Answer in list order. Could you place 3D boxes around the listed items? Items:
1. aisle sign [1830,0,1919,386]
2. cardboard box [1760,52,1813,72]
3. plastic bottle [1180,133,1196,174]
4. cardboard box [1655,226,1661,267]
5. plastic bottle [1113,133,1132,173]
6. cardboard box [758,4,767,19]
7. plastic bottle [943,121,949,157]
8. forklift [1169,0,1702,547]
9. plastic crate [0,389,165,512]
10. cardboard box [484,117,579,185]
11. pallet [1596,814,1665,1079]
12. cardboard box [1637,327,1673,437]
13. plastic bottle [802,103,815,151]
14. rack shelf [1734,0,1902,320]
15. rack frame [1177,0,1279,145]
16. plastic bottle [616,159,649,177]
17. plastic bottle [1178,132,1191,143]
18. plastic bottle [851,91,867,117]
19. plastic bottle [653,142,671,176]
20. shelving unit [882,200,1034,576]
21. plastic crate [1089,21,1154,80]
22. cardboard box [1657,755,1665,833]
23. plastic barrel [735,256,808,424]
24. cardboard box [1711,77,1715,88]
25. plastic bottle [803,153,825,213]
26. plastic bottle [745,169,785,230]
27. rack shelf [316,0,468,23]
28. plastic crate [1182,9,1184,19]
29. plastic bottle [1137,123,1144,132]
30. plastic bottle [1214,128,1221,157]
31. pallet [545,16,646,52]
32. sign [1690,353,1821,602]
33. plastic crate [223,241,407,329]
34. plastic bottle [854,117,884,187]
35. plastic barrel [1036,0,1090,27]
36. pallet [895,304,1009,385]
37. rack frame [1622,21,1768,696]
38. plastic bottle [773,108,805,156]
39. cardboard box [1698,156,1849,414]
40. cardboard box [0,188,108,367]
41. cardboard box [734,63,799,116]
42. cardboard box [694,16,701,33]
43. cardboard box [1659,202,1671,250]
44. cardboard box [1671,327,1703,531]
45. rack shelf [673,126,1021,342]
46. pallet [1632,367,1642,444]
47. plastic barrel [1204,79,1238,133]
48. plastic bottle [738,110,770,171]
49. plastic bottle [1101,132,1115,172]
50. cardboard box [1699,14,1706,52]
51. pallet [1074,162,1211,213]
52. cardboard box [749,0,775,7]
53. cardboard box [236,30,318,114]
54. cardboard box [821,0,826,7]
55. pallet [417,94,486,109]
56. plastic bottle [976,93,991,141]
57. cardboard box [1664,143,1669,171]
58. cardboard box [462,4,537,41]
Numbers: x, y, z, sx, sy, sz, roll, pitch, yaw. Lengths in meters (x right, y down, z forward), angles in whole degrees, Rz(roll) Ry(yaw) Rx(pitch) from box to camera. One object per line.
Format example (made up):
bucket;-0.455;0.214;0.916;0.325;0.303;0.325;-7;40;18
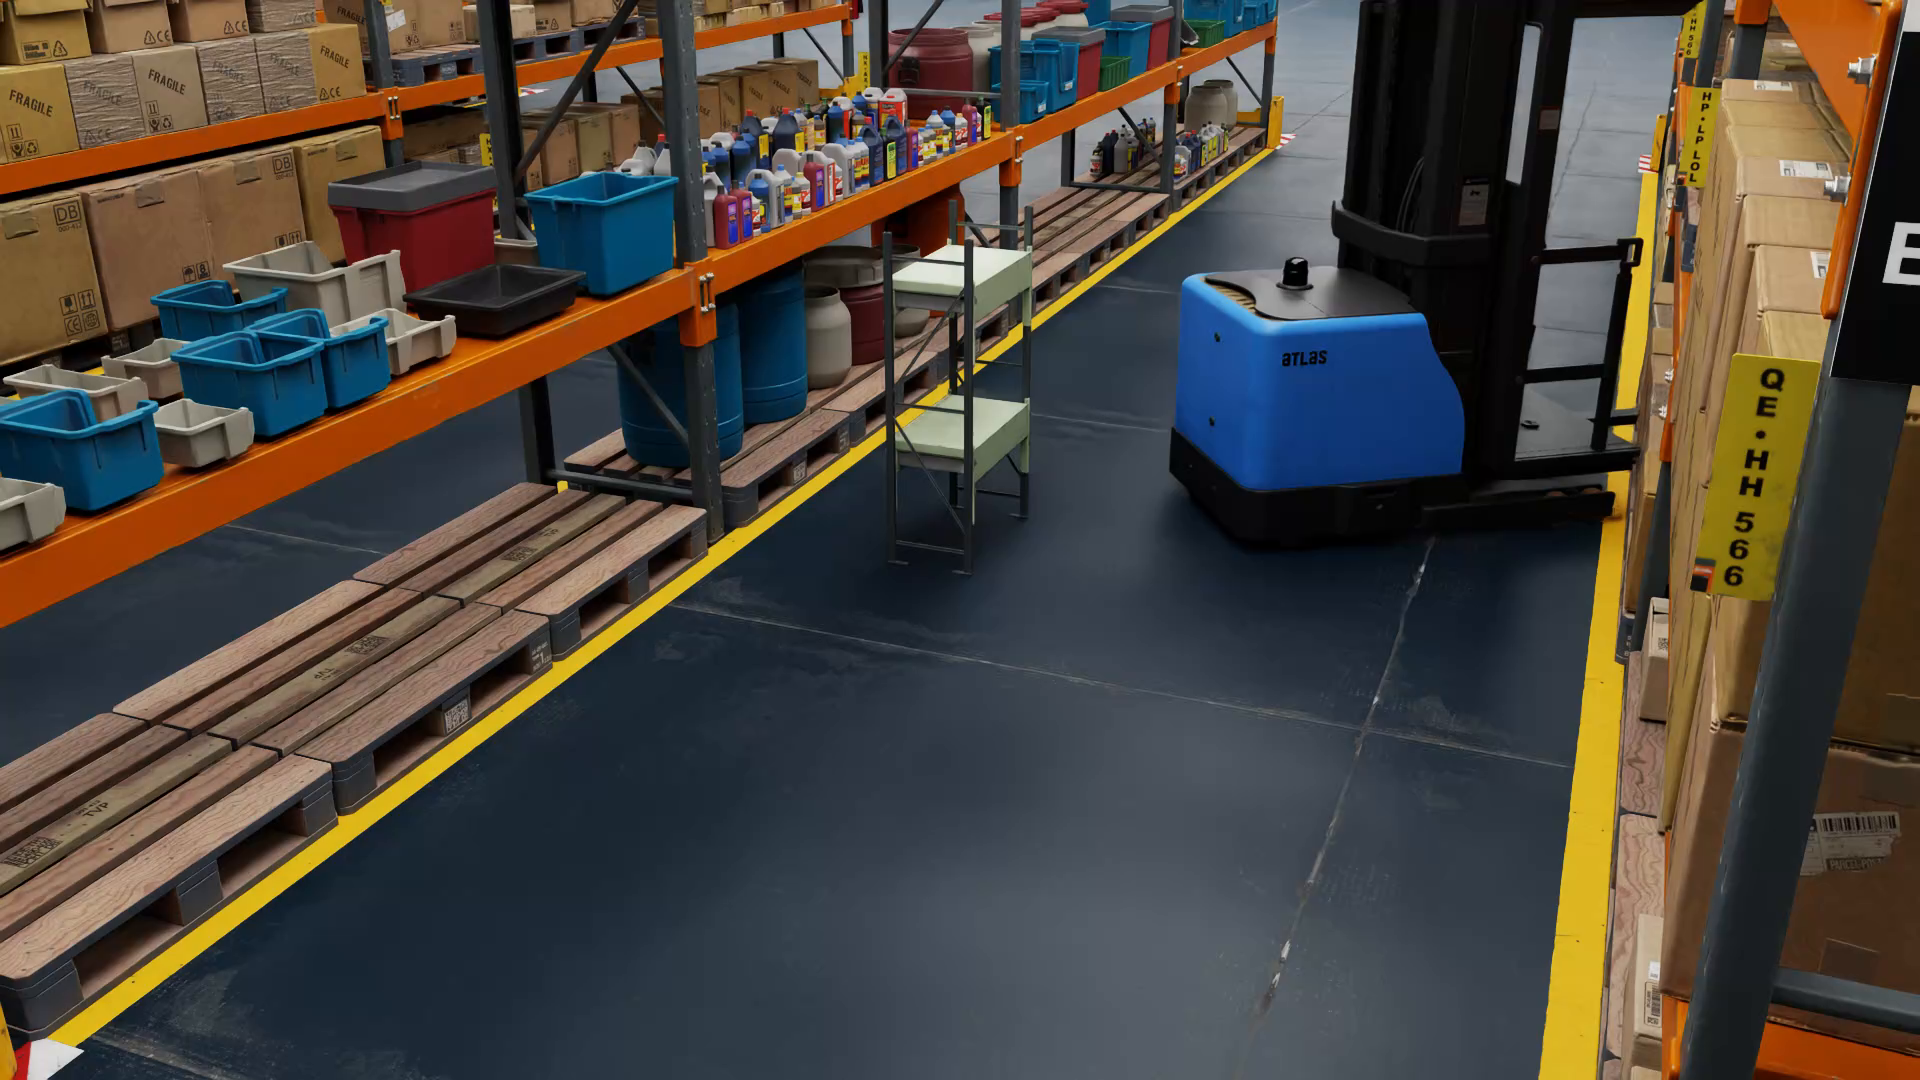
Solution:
aisle sign;1.213;-0.529;1.751;0.394;0.787;0.004;9;24;20
cardboard box;4.365;-2.171;8.381;0.700;0.500;0.500;1;23;2
plastic bottle;2.068;-3.524;15.162;0.144;0.351;0.185;9;24;21
cardboard box;5.219;-2.051;11.792;0.500;0.250;0.500;8;24;18
plastic bottle;1.488;-3.546;15.214;0.144;0.351;0.185;9;24;20
cardboard box;-2.261;-5.576;17.533;0.380;0.149;0.250;9;24;20
plastic bottle;-0.111;-2.360;9.765;0.097;0.201;0.097;0;23;0
forklift;2.631;-1.608;7.796;3.031;2.935;1.130;-5;23;-13
plastic crate;-2.433;-0.247;4.590;0.416;0.233;0.300;9;24;20
cardboard box;-3.866;-3.488;14.881;0.700;0.500;0.500;7;24;15
pallet;2.301;1.230;4.533;1.003;0.211;1.213;9;24;20
cardboard box;3.680;-0.733;8.286;0.500;0.500;0.500;8;24;19
plastic bottle;-0.914;-2.431;9.829;0.061;0.283;0.133;9;24;20
rack shelf;2.266;-1.077;3.479;1.077;0.370;4.000;9;24;20
rack frame;2.868;-5.746;17.614;1.000;3.000;0.127;9;24;20
plastic bottle;-1.607;-1.712;8.118;0.152;0.276;0.135;9;24;20
plastic bottle;2.149;-3.722;15.731;0.152;0.276;0.135;9;24;20
plastic bottle;-0.633;-2.677;10.435;0.097;0.271;0.097;0;23;0
plastic bottle;-1.418;-1.784;8.193;0.144;0.351;0.185;9;24;20
shelving unit;0.002;-0.694;7.467;0.431;1.500;0.755;9;24;20
plastic crate;1.262;-3.868;13.138;0.392;0.384;0.575;9;24;20
cardboard box;2.340;0.794;5.063;0.380;0.166;0.250;9;24;20
plastic barrel;-1.108;-1.123;8.723;0.600;0.901;0.708;9;24;20
cardboard box;5.461;-3.200;11.845;0.380;0.149;0.250;9;24;20
plastic bottle;-0.727;-1.786;8.284;0.061;0.283;0.133;9;24;20
plastic bottle;-0.927;-1.636;7.936;0.152;0.276;0.135;9;24;20
rack shelf;-7.041;-6.153;19.523;1.077;0.370;4.000;9;24;20
plastic crate;2.237;-5.350;17.008;0.298;0.136;0.250;9;24;20
plastic bottle;1.741;-3.927;16.229;0.097;0.271;0.097;0;23;0
plastic bottle;2.423;-3.836;16.005;0.152;0.276;0.135;8;24;19
pallet;-3.635;-4.682;15.317;1.003;0.211;1.213;9;24;20
sign;1.015;-0.076;2.129;0.100;0.325;0.005;9;24;20
plastic crate;-2.327;-0.904;6.099;0.437;0.282;0.530;9;24;20
plastic bottle;-0.498;-2.080;8.903;0.144;0.351;0.185;9;24;20
plastic barrel;0.824;-4.066;13.416;0.433;0.535;0.433;0;23;0
pallet;-0.357;-1.308;10.608;1.003;0.211;1.213;9;24;20
rack frame;3.009;-0.741;5.632;1.000;3.000;0.127;9;24;20
plastic bottle;-0.951;-2.225;9.249;0.144;0.351;0.185;9;24;20
cardboard box;1.999;-0.567;3.788;0.500;0.500;0.500;10;25;22
cardboard box;-5.968;-1.606;9.914;1.225;0.875;0.875;9;24;20
cardboard box;-2.168;-5.055;18.659;0.500;0.500;0.500;16;28;34
cardboard box;-2.752;-5.029;16.224;0.380;0.149;0.250;9;24;20
cardboard box;5.026;-2.125;11.241;0.500;0.311;0.500;9;24;22
cardboard box;2.191;-0.281;4.402;0.500;0.500;0.500;9;24;20
rack shelf;-0.846;-1.835;9.185;1.077;0.370;4.000;9;24;20
pallet;4.182;-0.624;8.970;1.003;0.211;1.213;9;24;20
plastic barrel;2.695;-4.545;17.422;0.421;0.512;0.421;0;23;0
plastic bottle;-1.142;-2.199;9.186;0.144;0.351;0.185;9;24;20
plastic bottle;1.354;-3.567;15.263;0.144;0.351;0.185;8;24;19
cardboard box;6.708;-4.362;14.171;0.700;0.500;0.500;10;24;22
pallet;1.671;-3.262;15.285;1.003;0.211;1.213;9;24;20
cardboard box;-2.457;-5.899;17.466;0.875;0.500;0.500;9;24;20
cardboard box;-4.846;-3.248;11.505;0.500;0.500;0.500;9;24;20
cardboard box;-1.738;-6.118;18.831;0.380;0.149;0.250;9;24;20
pallet;-6.522;-5.617;20.924;1.003;0.211;1.213;9;24;20
plastic bottle;0.143;-2.623;10.290;0.061;0.283;0.133;9;24;20
cardboard box;6.692;-3.442;15.121;0.500;0.250;0.500;9;24;20
cardboard box;-3.866;-4.283;13.763;0.500;0.250;0.500;8;24;19
